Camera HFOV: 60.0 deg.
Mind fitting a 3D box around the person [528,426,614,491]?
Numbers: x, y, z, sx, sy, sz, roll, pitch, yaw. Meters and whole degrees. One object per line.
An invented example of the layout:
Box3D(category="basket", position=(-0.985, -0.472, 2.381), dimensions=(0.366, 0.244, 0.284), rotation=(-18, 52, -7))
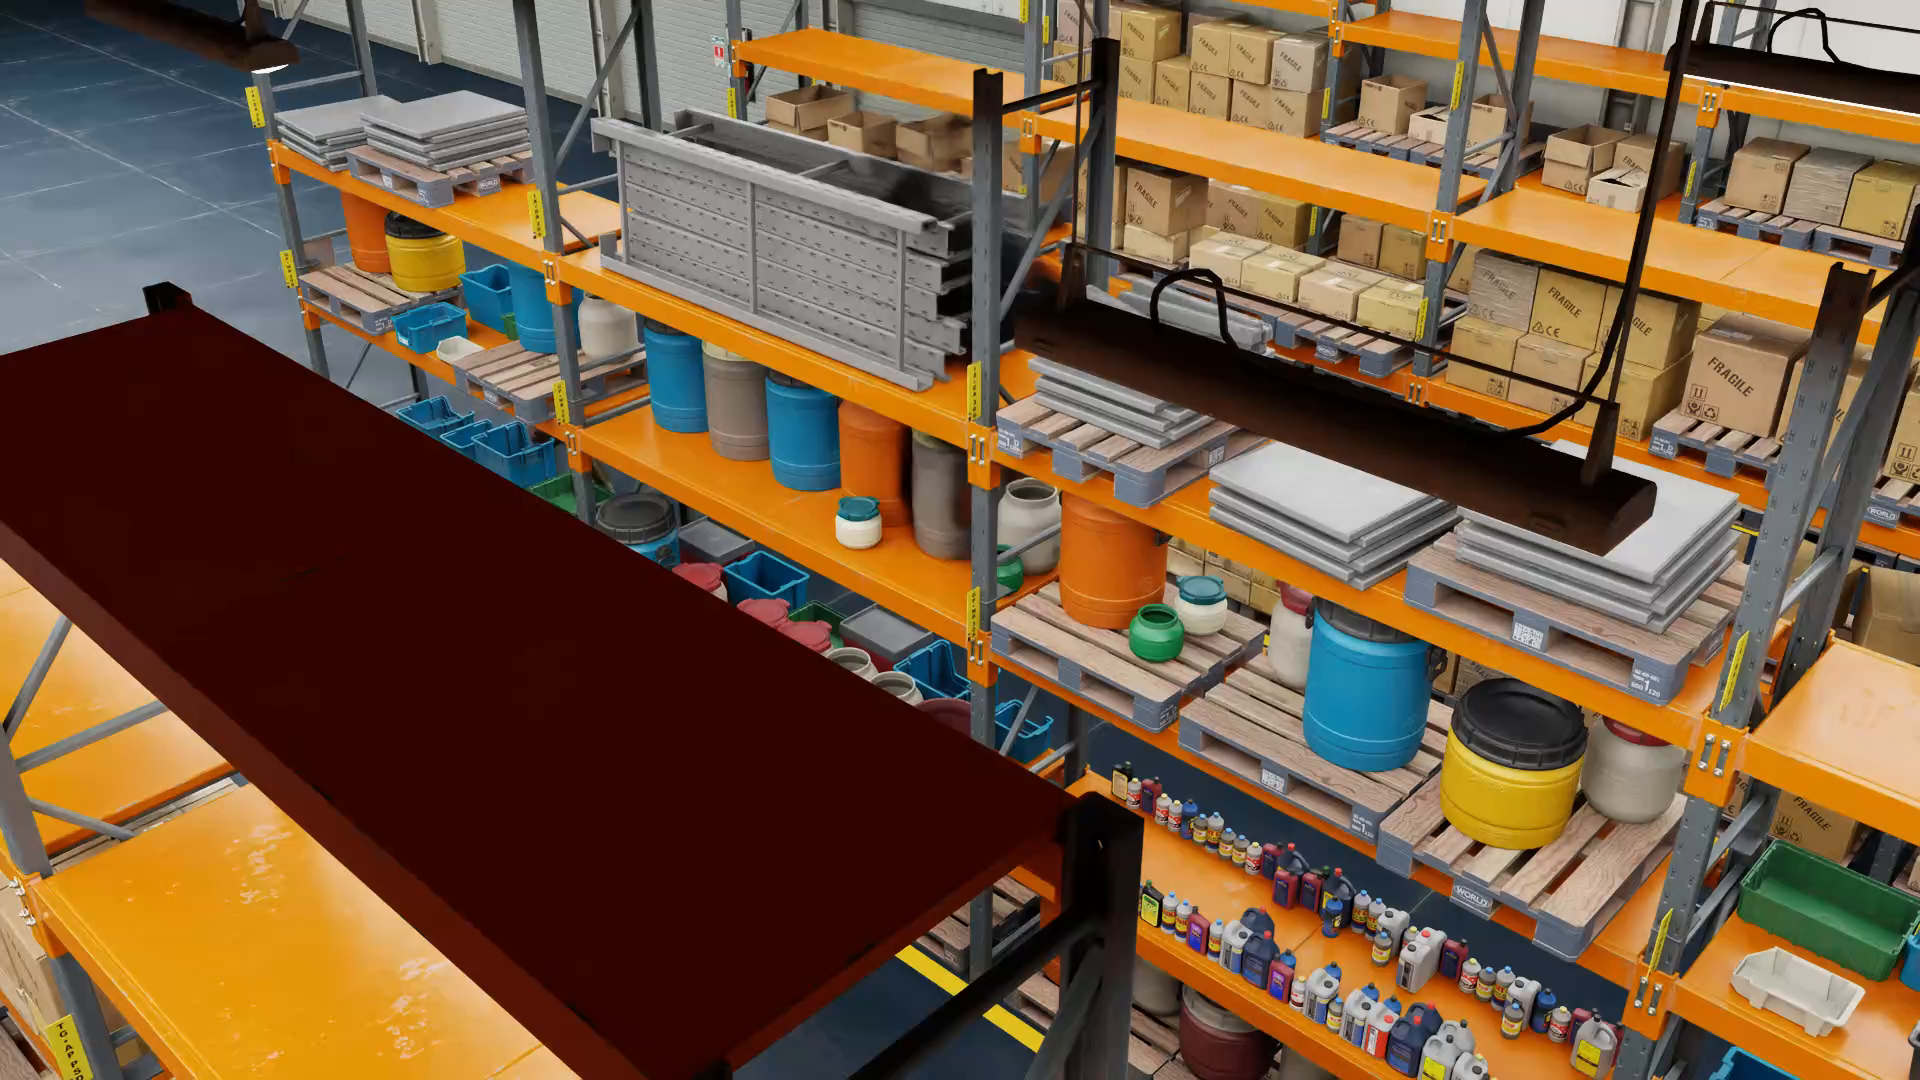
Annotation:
Box3D(category="person", position=(-4.048, -1.173, 16.494), dimensions=(1.068, 1.764, 0.758), rotation=(21, 35, 32))
